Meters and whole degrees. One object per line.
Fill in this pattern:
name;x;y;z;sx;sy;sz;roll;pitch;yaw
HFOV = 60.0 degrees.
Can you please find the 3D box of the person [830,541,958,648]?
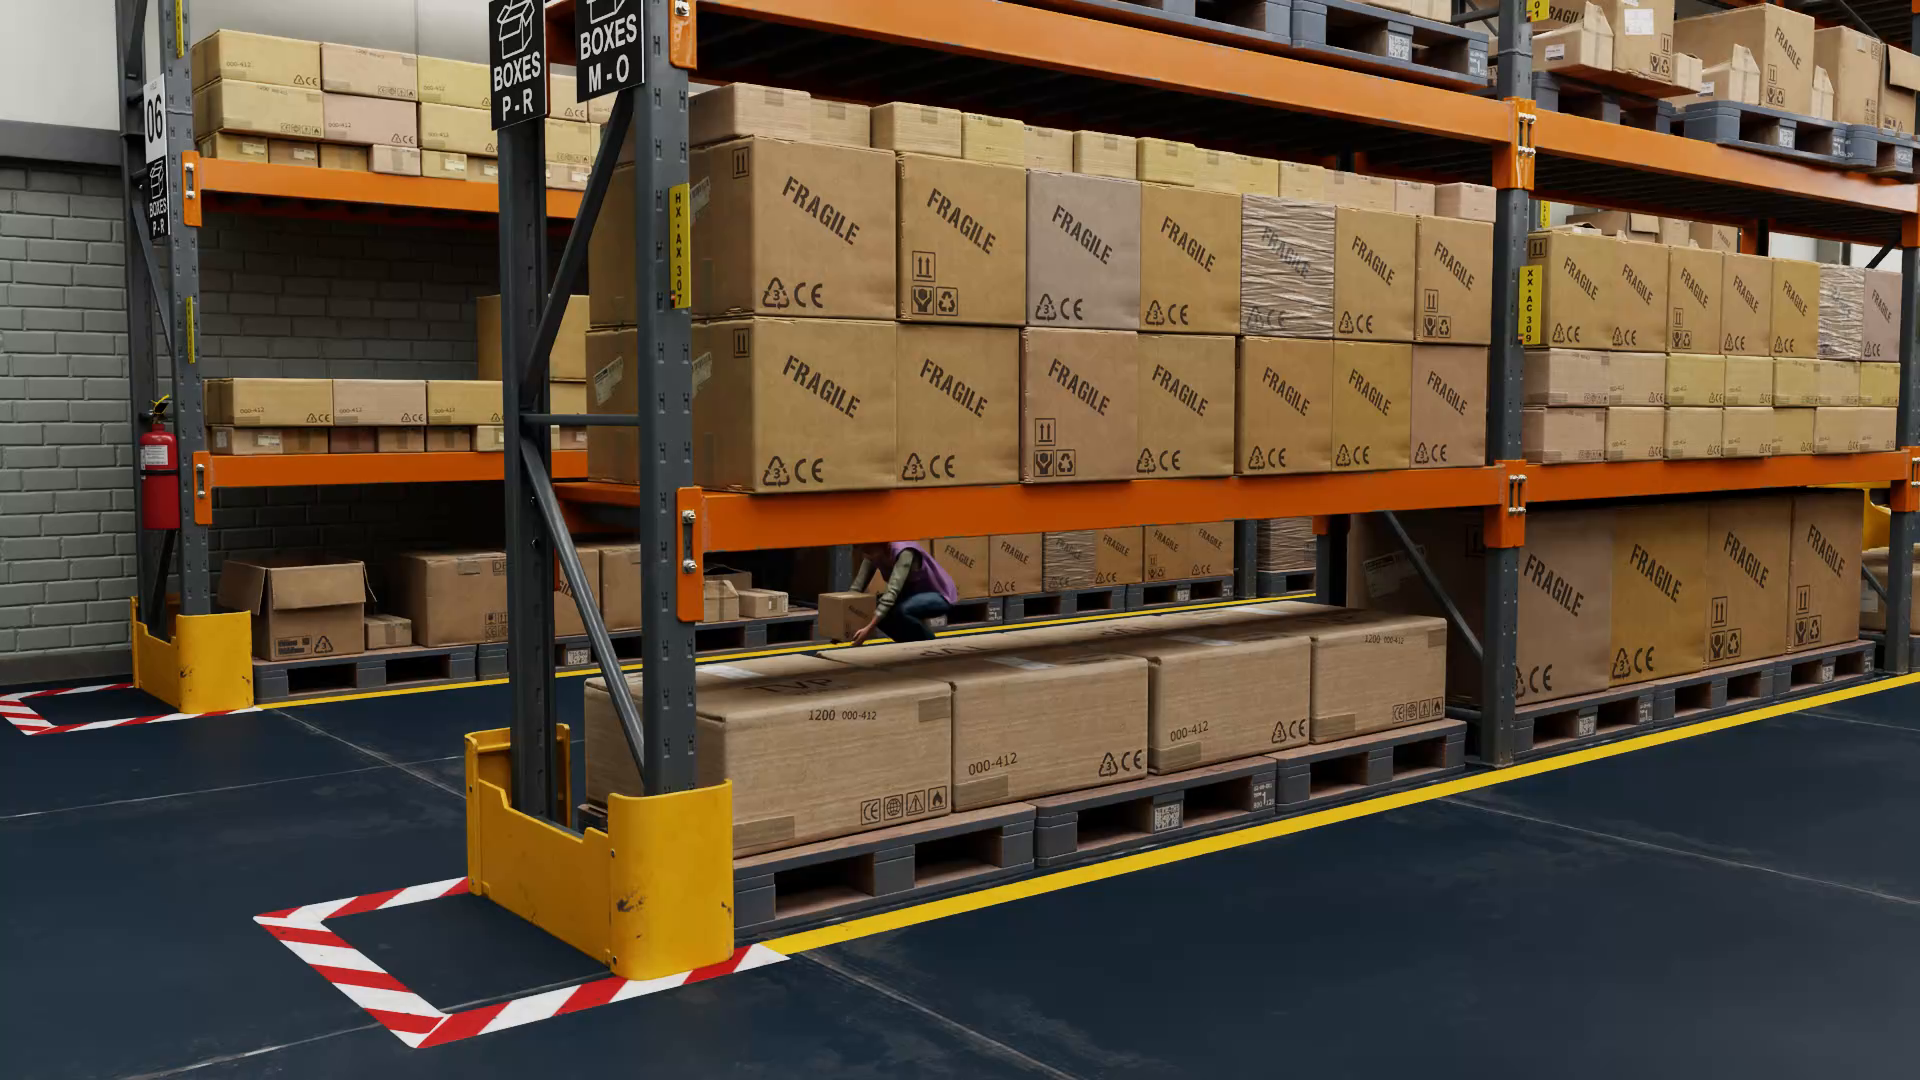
person;-0.373;0.318;9.994;0.822;0.888;0.451;-3;6;-36
